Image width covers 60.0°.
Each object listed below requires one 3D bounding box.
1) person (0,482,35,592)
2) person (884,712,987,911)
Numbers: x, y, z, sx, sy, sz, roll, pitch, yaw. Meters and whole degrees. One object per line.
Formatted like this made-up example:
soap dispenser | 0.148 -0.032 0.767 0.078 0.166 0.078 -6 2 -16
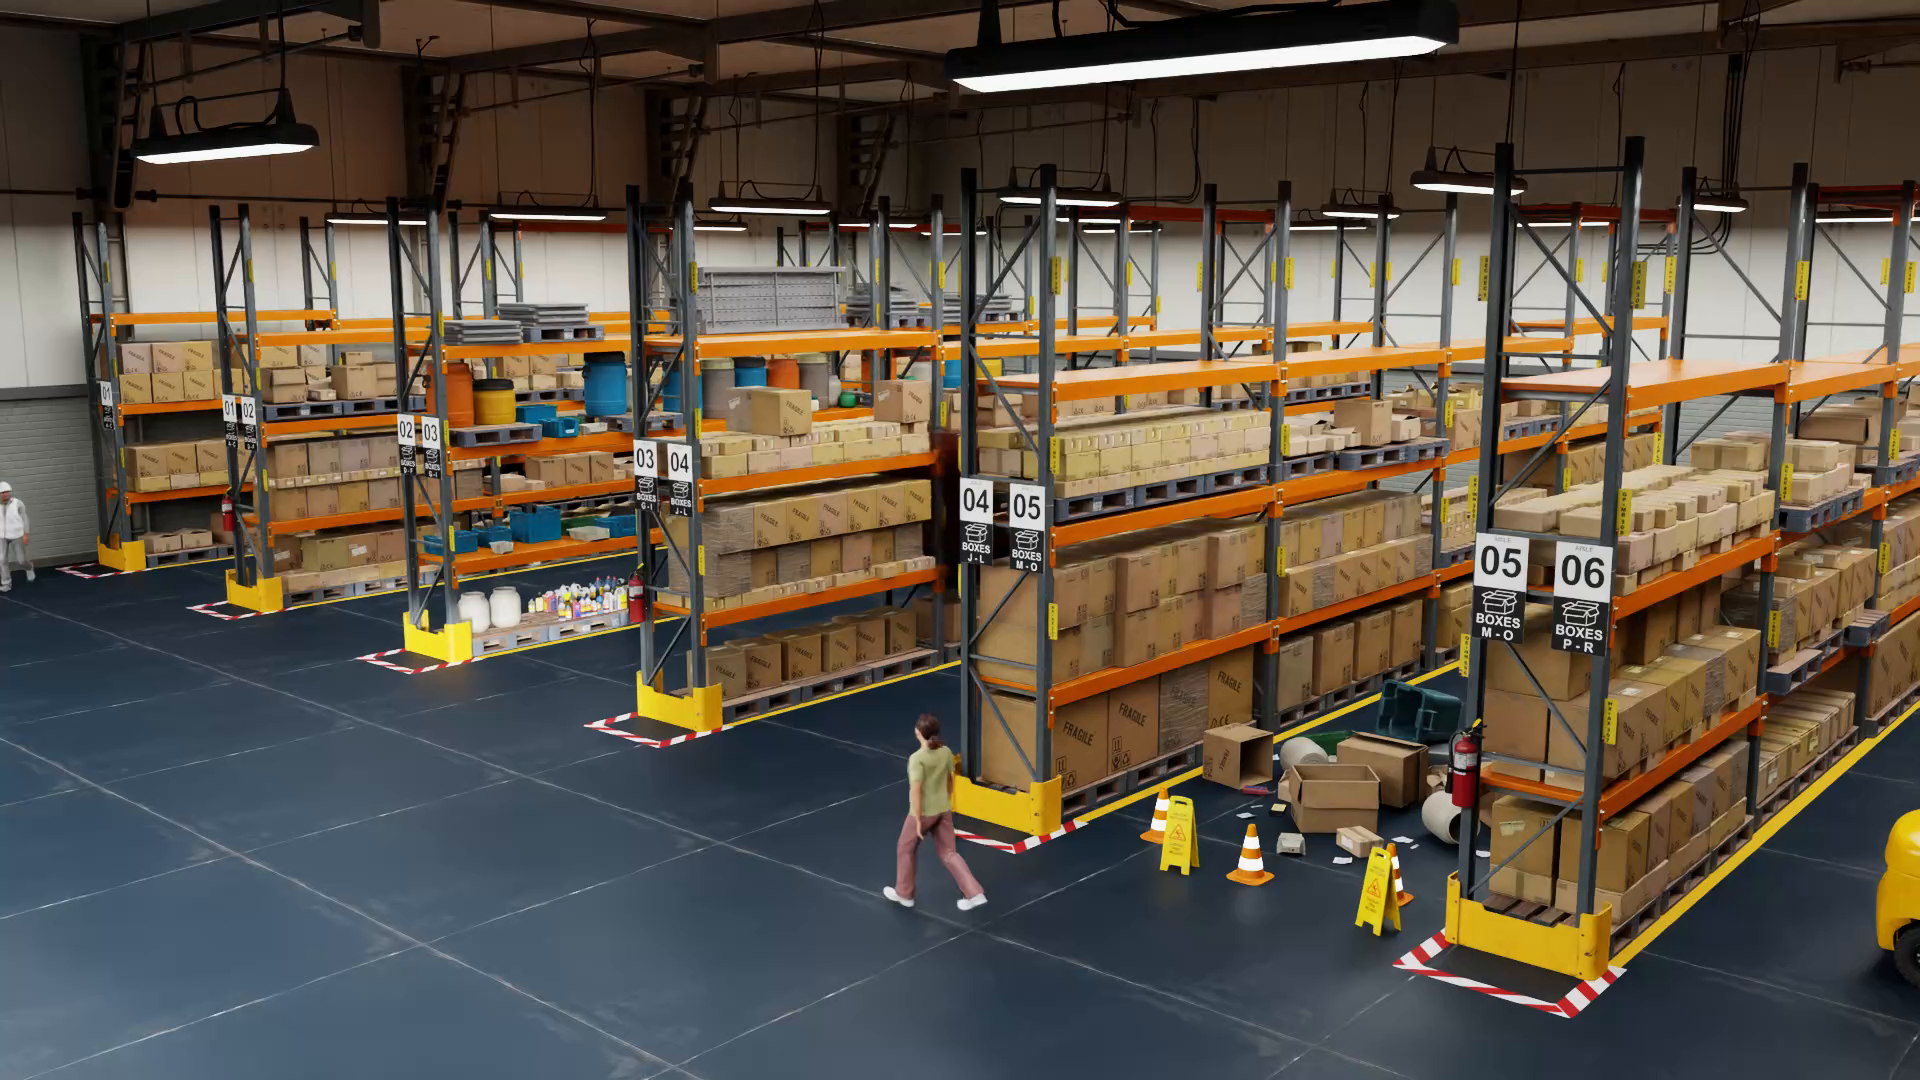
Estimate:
person | -15.100 -0.085 26.477 0.535 1.745 0.855 -2 10 -9
person | -0.218 2.183 13.223 1.002 1.627 0.448 9 13 43
